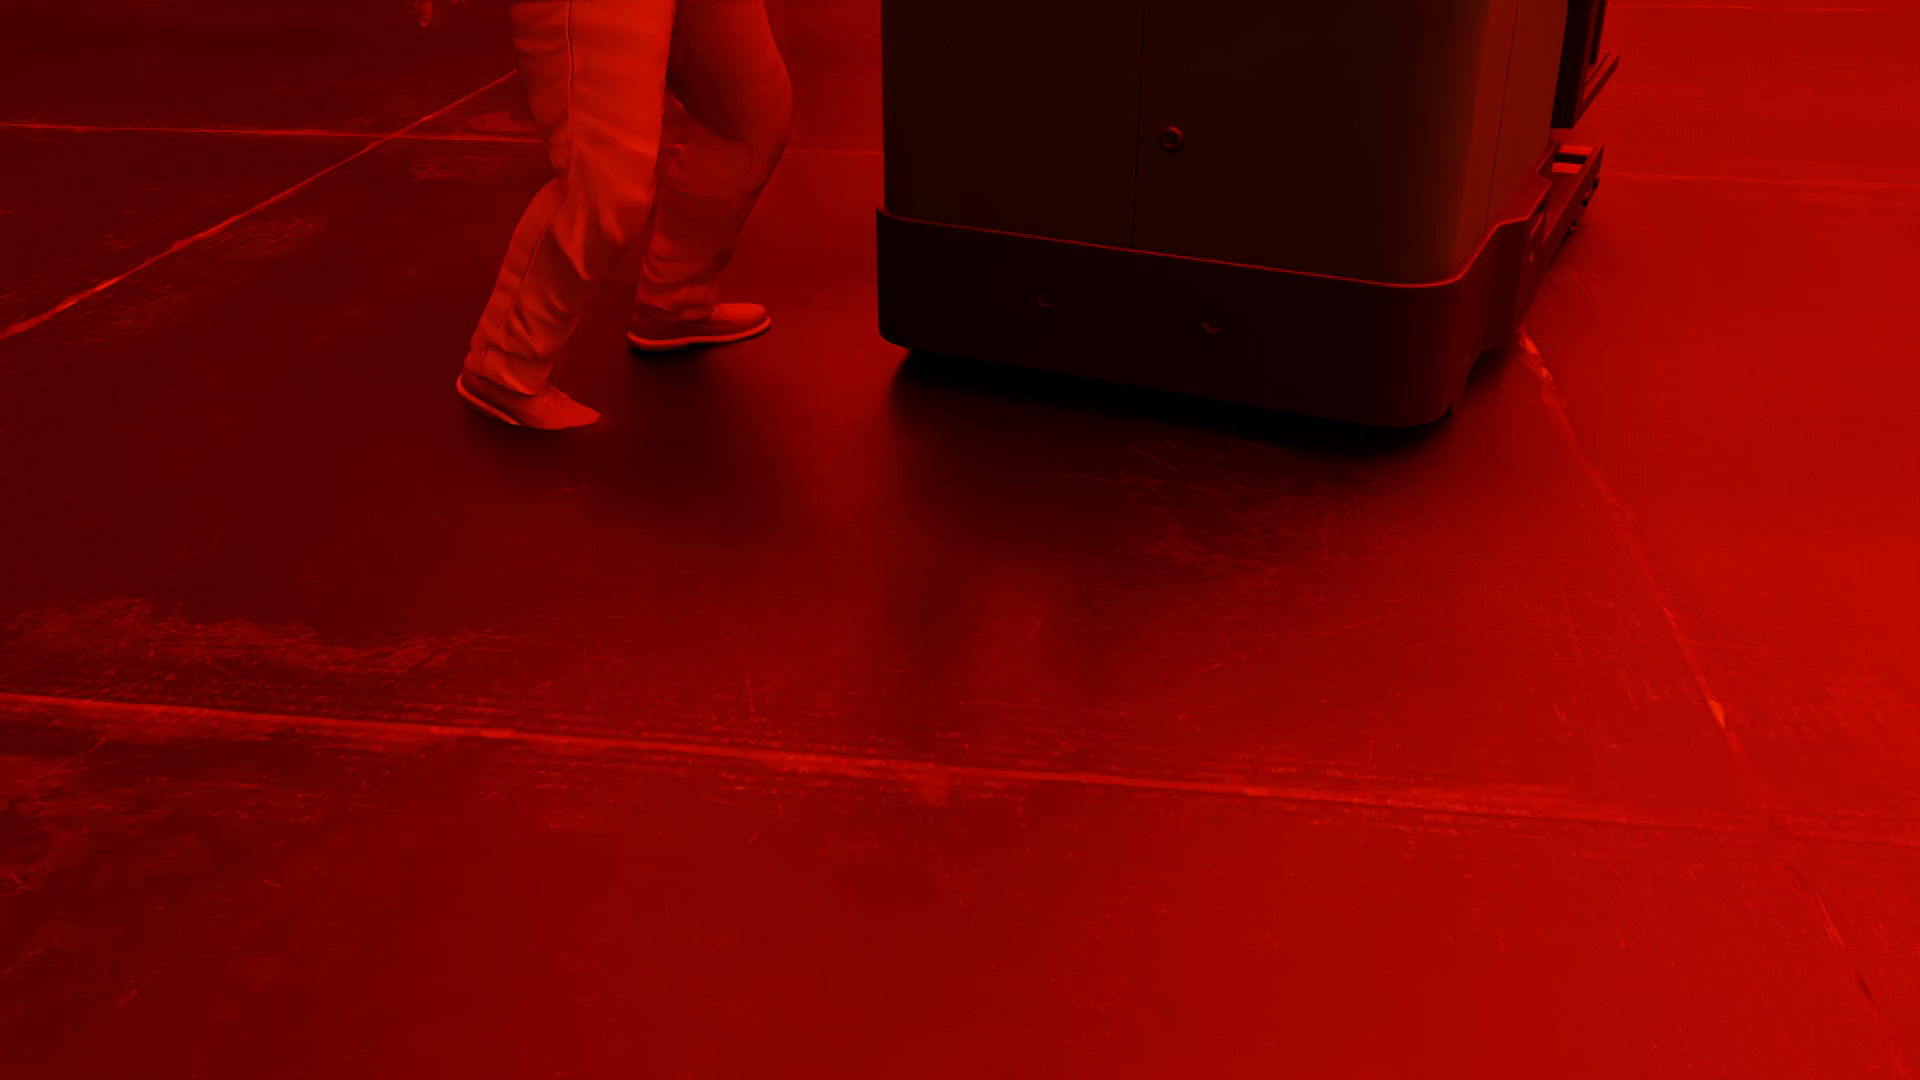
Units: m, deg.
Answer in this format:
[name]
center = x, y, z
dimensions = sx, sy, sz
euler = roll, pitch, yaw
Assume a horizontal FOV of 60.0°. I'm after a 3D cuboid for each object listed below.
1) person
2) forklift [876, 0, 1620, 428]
[person]
center = -0.598, -0.965, 2.706
dimensions = 0.506, 1.645, 0.840
euler = 8, 28, 16
[forklift]
center = 0.947, -2.123, 3.472
dimensions = 1.130, 2.935, 3.031
euler = 12, 29, 23
